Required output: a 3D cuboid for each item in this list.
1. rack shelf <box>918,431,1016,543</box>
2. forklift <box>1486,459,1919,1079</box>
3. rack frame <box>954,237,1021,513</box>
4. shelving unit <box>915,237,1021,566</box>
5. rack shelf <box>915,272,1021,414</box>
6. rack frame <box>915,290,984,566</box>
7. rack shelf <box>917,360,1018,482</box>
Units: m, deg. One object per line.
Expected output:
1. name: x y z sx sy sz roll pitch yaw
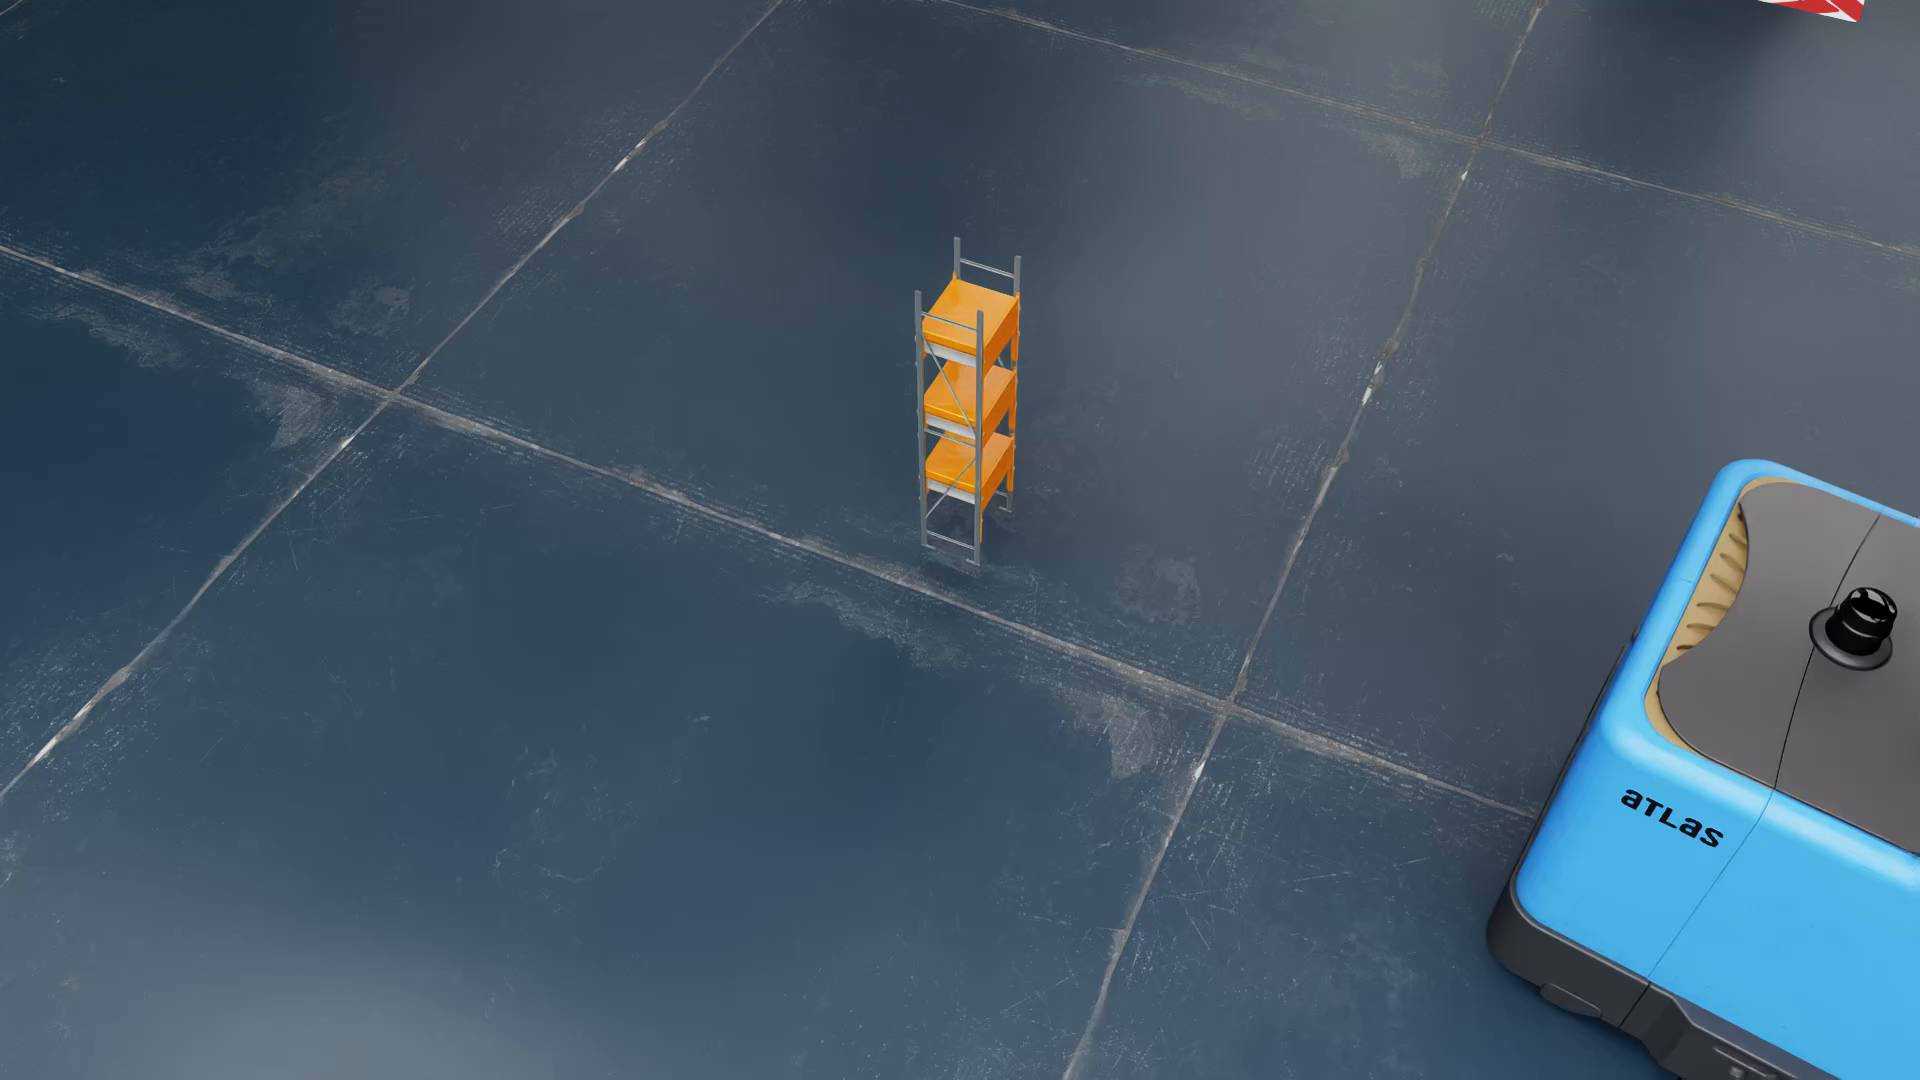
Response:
1. rack shelf: 0.023 -0.190 5.101 0.215 0.259 0.240 20 52 16
2. forklift: 2.870 0.446 2.946 3.031 2.935 1.130 26 55 21
3. rack frame: 0.075 -0.461 4.953 0.200 1.050 0.008 20 52 16
4. shelving unit: 0.023 -0.377 4.882 0.215 1.050 0.252 20 52 16
5. rack shelf: 0.023 -0.554 4.673 0.215 0.259 0.240 20 52 16
6. rack frame: -0.029 -0.293 4.810 0.200 1.050 0.008 20 52 16
7. rack shelf: 0.023 -0.370 4.890 0.215 0.259 0.240 20 52 16
